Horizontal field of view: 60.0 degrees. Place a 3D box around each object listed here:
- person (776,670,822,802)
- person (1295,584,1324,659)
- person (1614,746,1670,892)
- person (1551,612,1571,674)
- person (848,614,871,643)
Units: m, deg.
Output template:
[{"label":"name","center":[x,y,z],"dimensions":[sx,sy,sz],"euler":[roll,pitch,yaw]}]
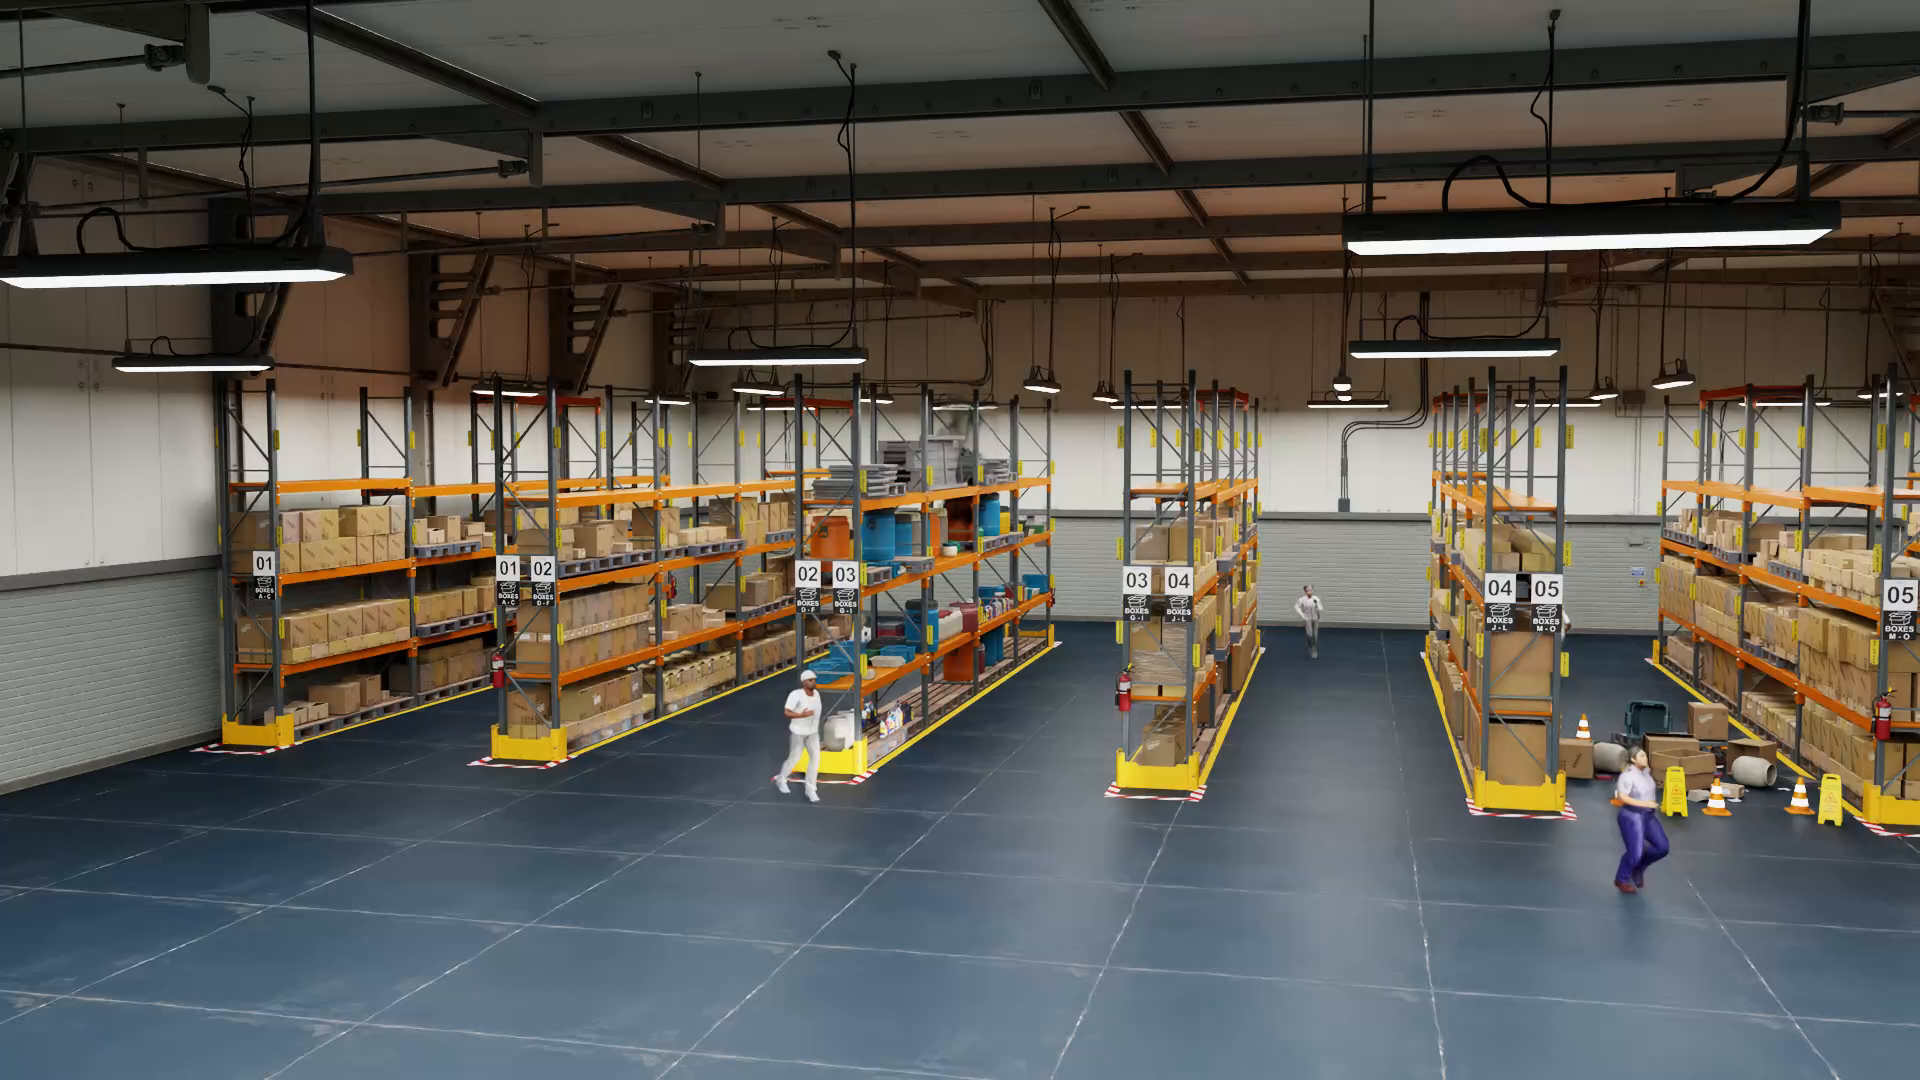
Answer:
[{"label":"person","center":[-2.184,2.726,23.291],"dimensions":[0.700,1.813,0.809],"euler":[-3,5,-42]},{"label":"person","center":[8.051,1.880,38.239],"dimensions":[0.612,1.737,0.680],"euler":[0,3,-3]},{"label":"person","center":[7.500,3.084,18.331],"dimensions":[0.661,1.617,0.570],"euler":[-2,4,-34]},{"label":"person","center":[12.632,2.071,35.321],"dimensions":[0.615,1.623,0.727],"euler":[1,3,9]},{"label":"person","center":[-1.915,2.242,32.239],"dimensions":[0.612,1.648,0.551],"euler":[1,4,13]}]
